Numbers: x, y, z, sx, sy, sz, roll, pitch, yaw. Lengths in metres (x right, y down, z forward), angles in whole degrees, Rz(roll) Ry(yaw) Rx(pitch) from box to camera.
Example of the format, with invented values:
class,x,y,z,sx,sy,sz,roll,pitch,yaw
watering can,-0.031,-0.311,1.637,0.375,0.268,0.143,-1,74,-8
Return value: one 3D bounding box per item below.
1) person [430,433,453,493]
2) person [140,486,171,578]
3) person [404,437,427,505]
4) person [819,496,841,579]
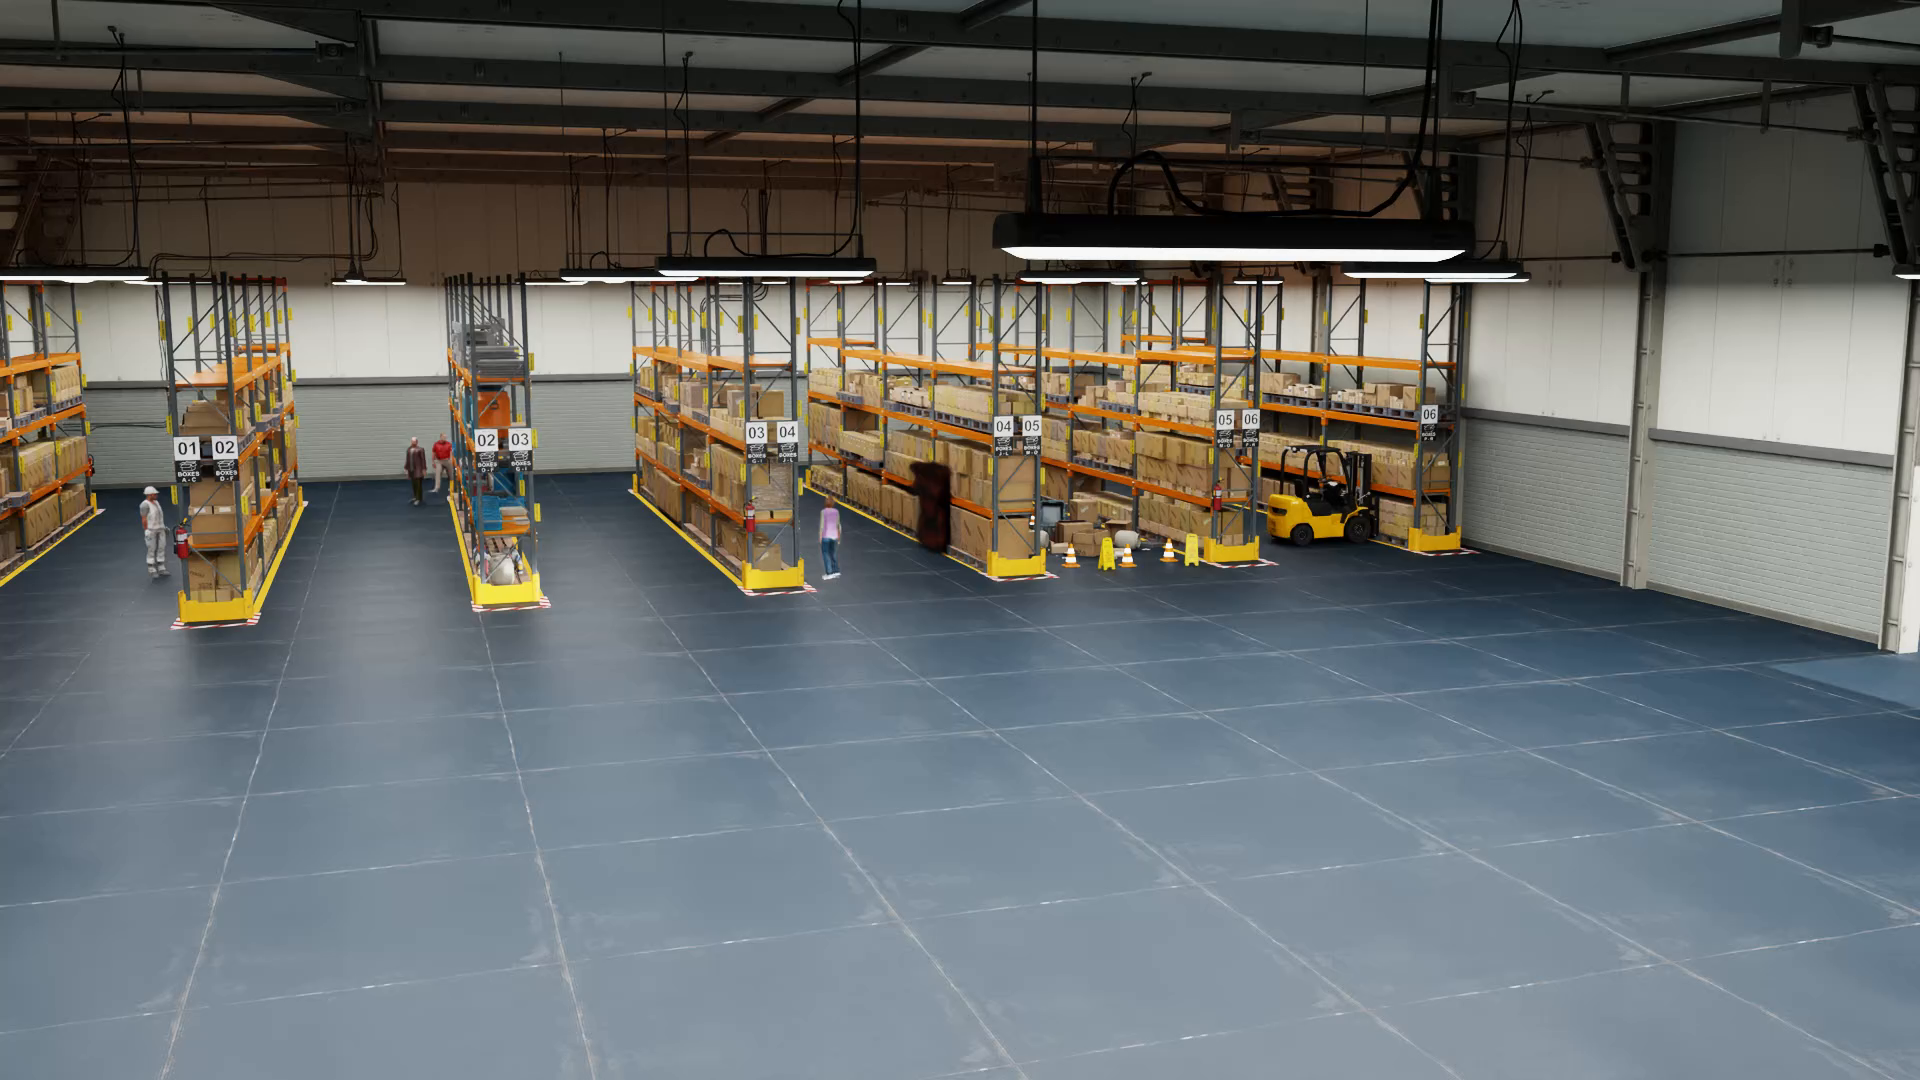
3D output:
class,x,y,z,sx,sy,sz,roll,pitch,yaw
person,-14.531,-2.170,46.725,0.661,1.668,1.043,0,9,2
person,-16.134,-0.176,33.392,0.483,1.811,0.591,3,9,22
person,-14.651,-1.858,44.542,0.653,1.791,0.603,4,9,24
person,-2.465,-0.053,31.421,0.436,1.570,0.488,-3,9,-20
